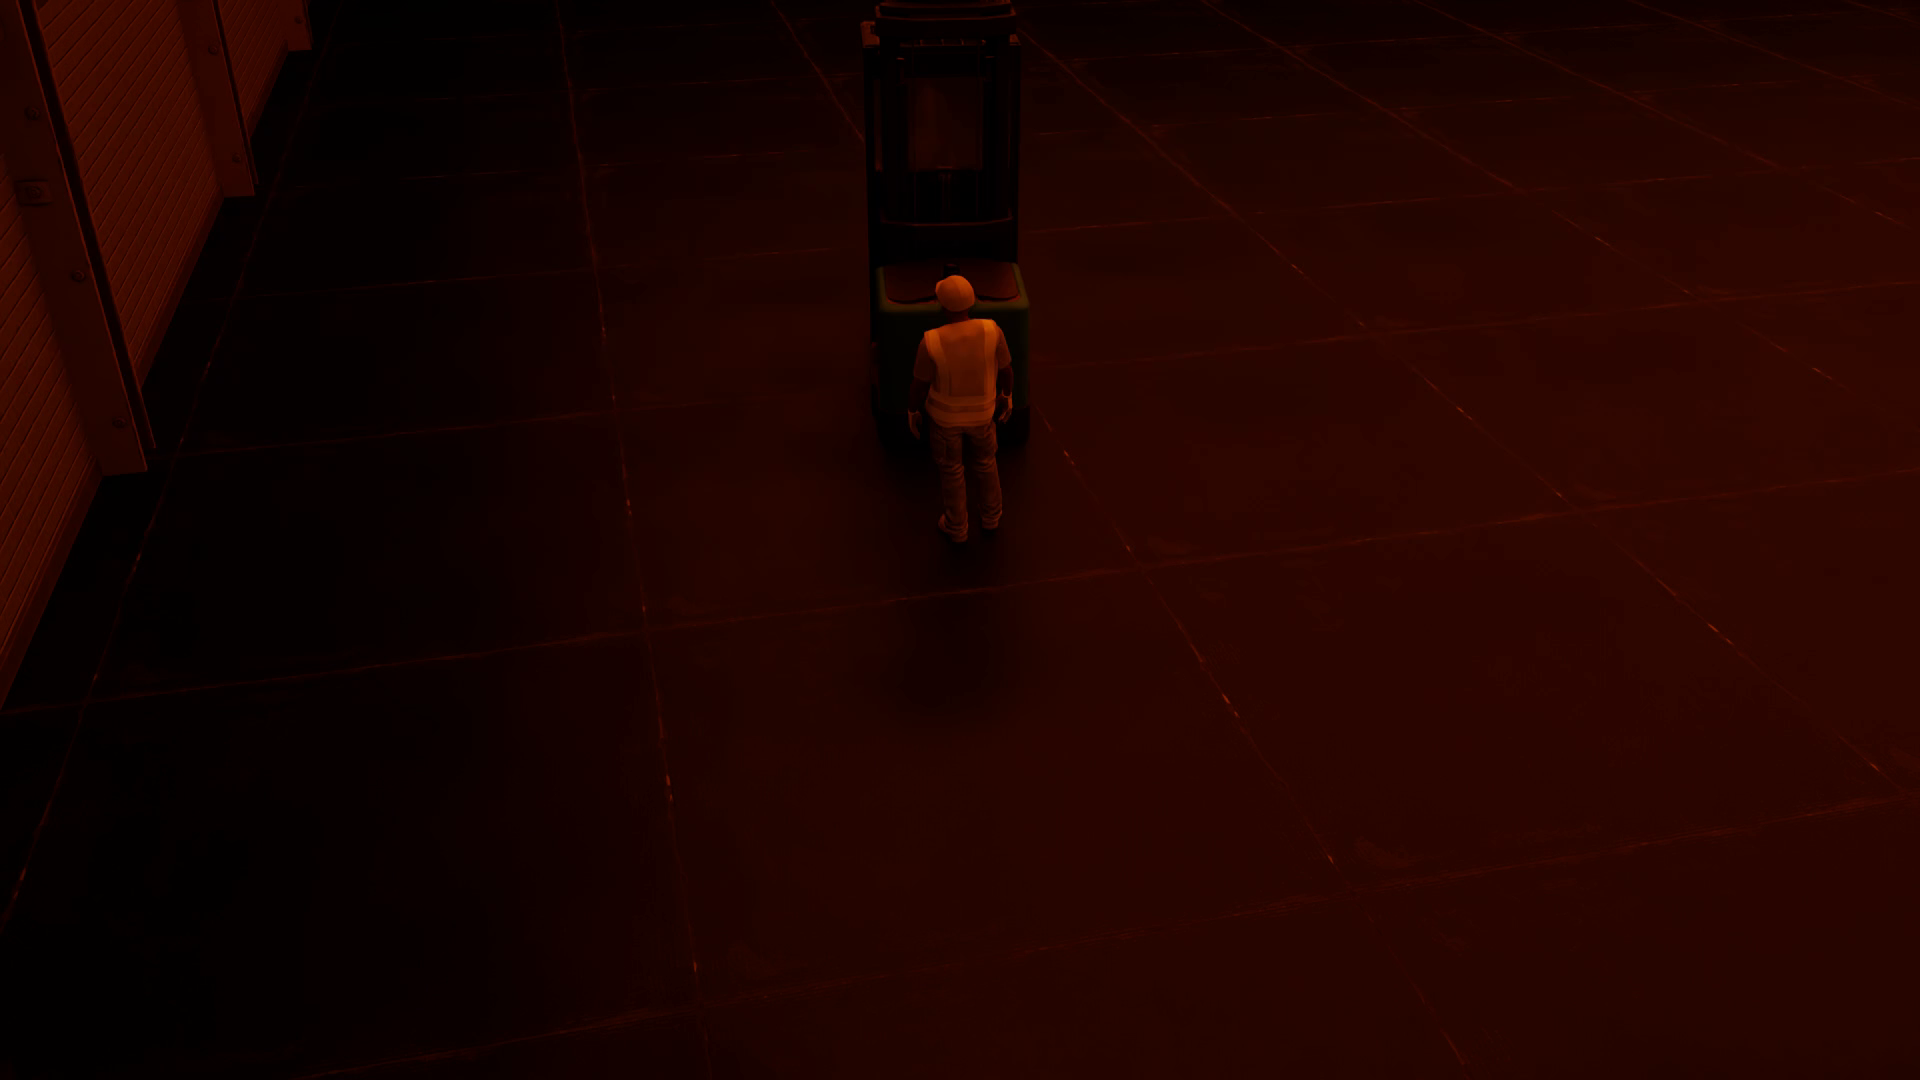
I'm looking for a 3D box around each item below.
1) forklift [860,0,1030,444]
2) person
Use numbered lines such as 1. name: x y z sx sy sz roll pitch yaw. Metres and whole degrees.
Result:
1. forklift: -0.144 -2.640 12.135 1.130 2.935 3.031 -2 30 -4
2. person: -0.008 -0.814 10.112 0.656 1.782 0.577 -7 31 -12
